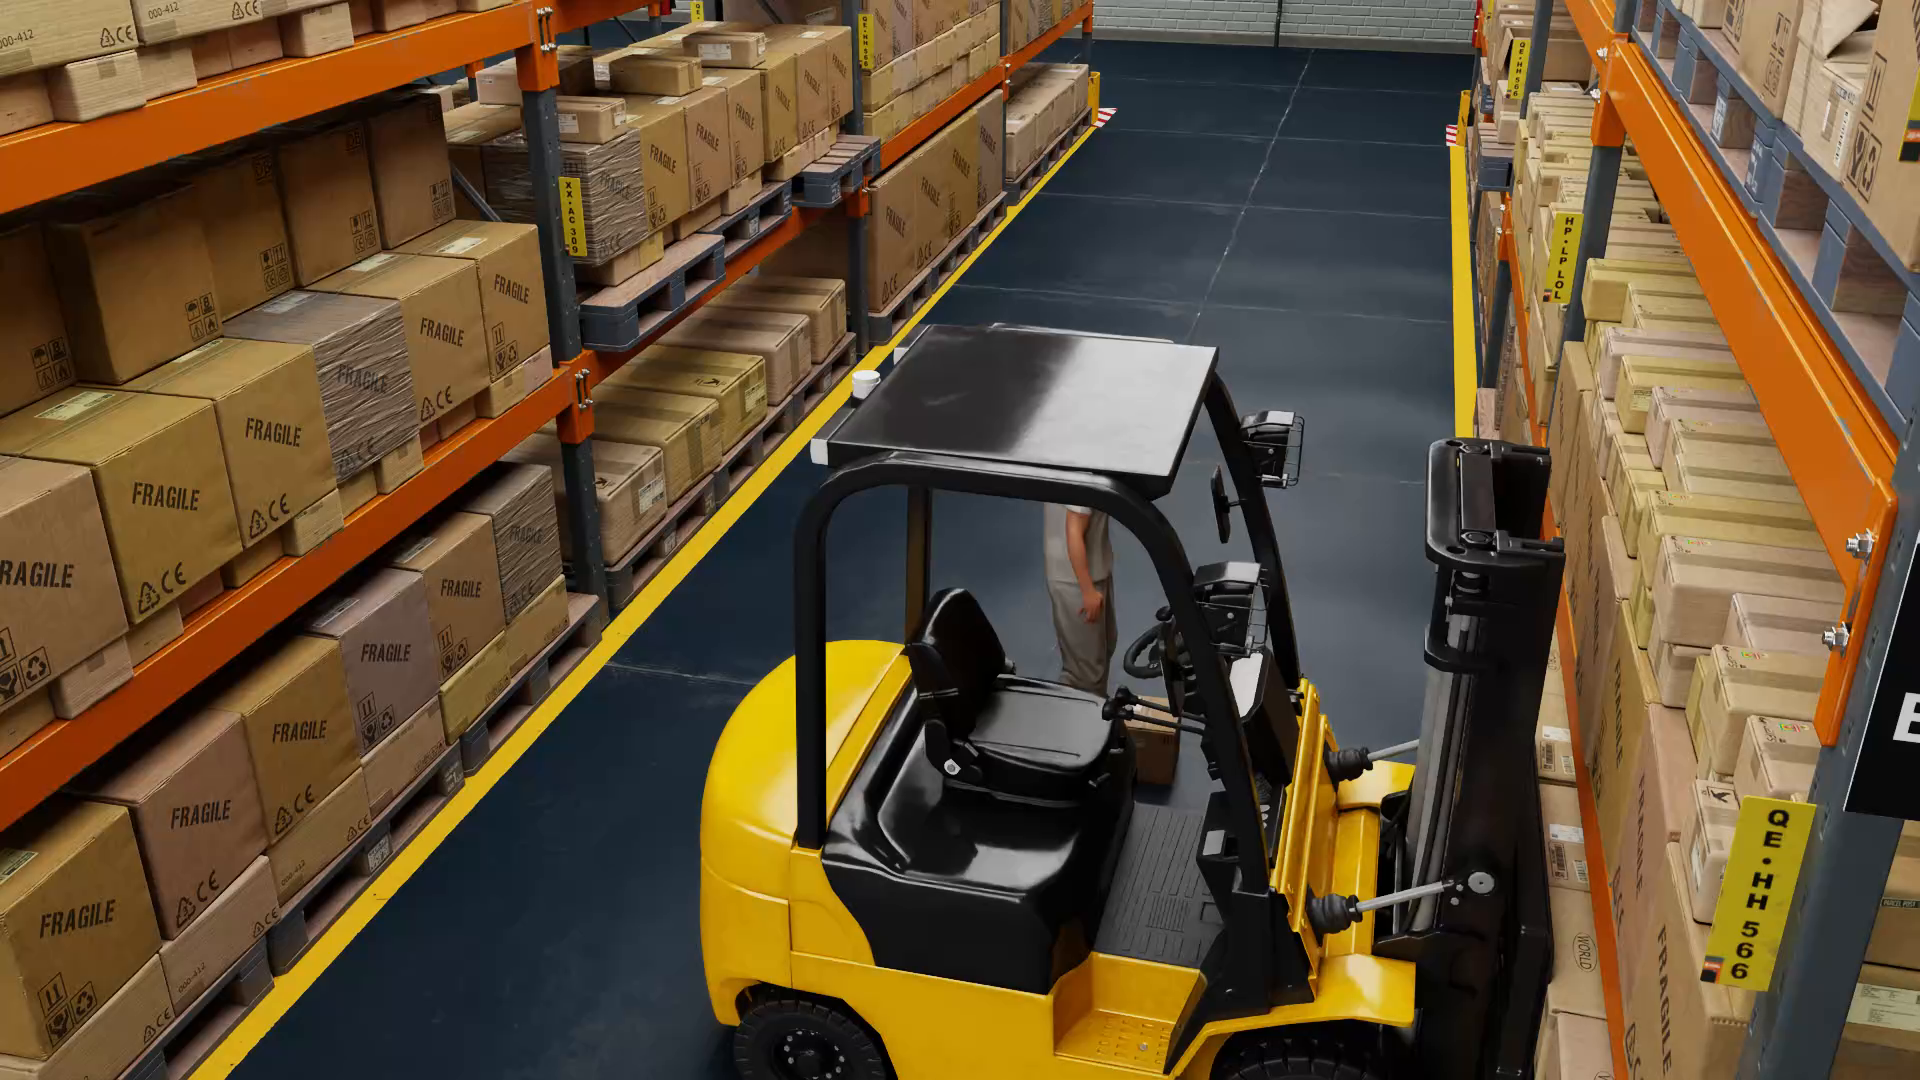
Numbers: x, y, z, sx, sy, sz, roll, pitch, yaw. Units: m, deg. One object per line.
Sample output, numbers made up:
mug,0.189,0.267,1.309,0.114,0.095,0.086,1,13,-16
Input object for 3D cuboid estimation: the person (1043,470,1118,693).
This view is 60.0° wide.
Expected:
person,0.496,0.125,6.349,0.363,1.671,0.512,5,26,10
